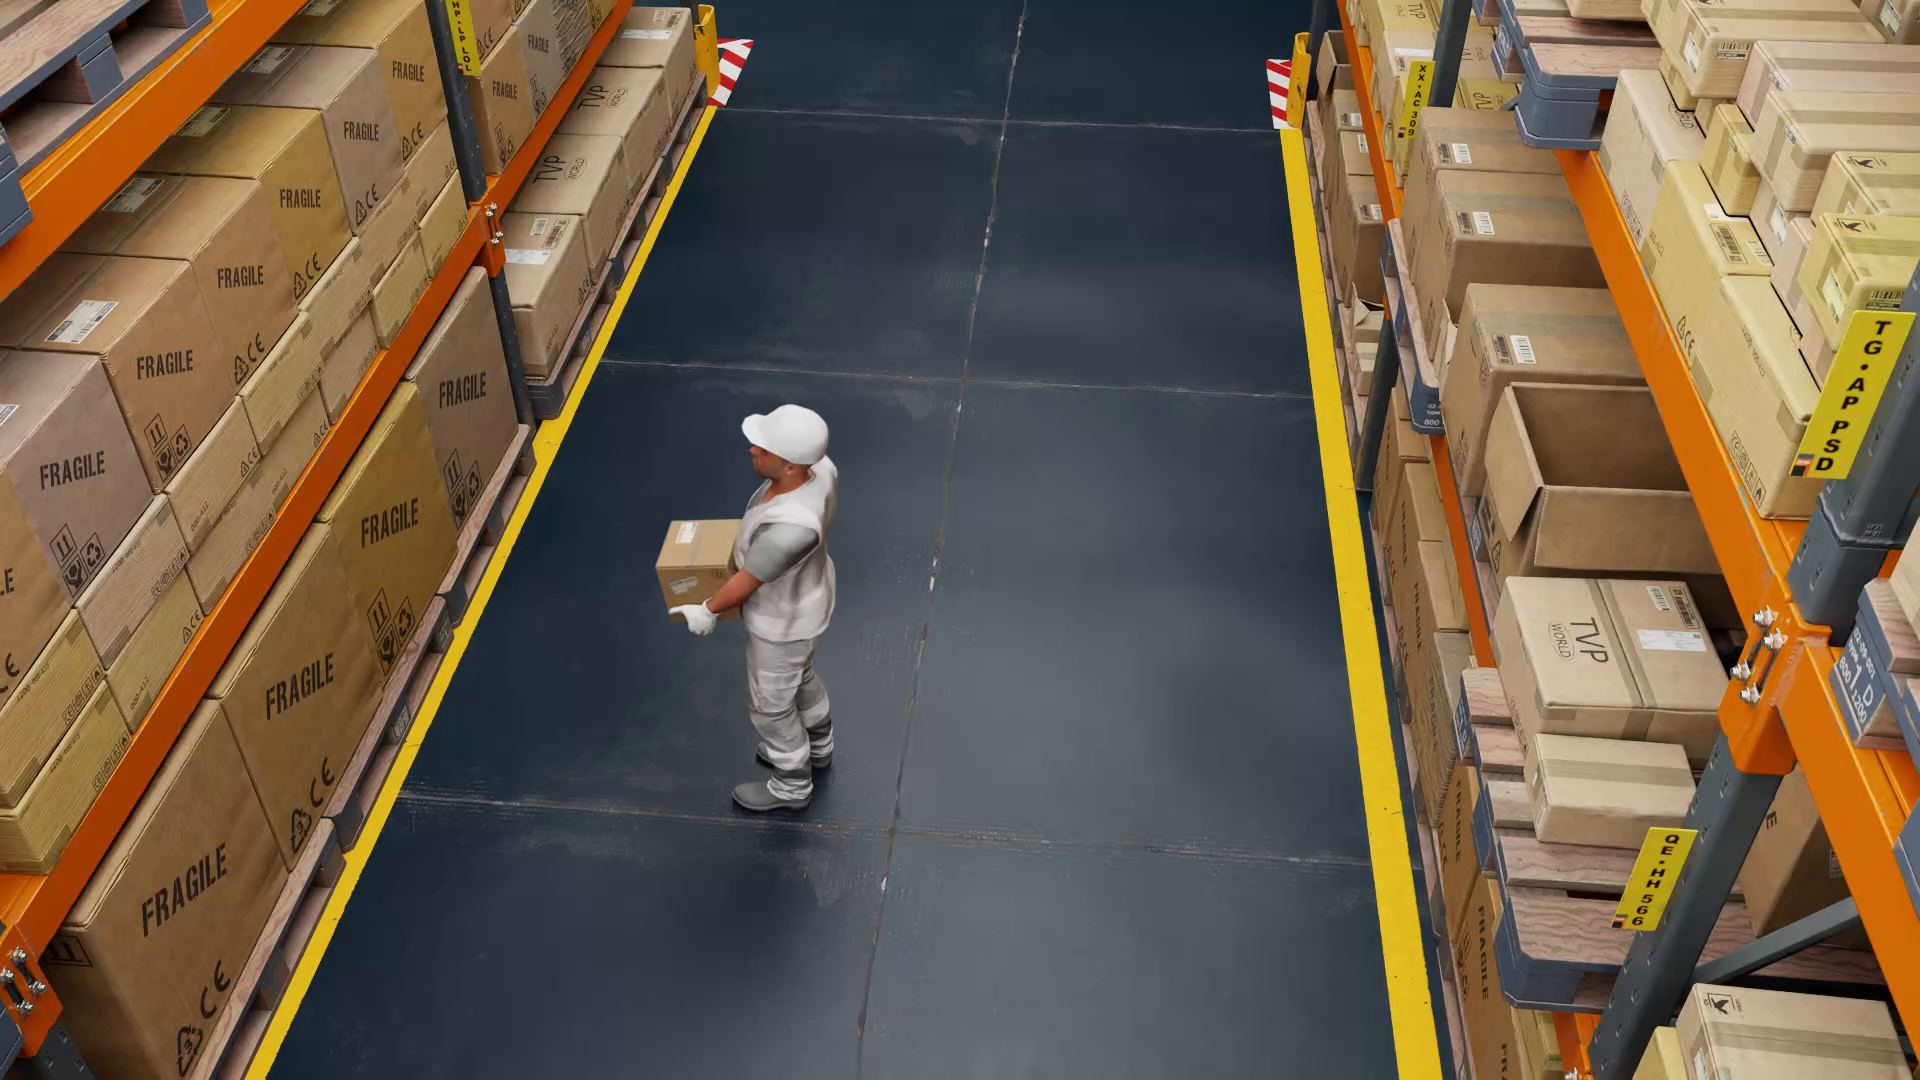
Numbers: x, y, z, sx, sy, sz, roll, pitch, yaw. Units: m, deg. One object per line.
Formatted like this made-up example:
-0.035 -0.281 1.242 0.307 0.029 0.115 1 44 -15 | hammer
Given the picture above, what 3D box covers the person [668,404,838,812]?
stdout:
-0.705 0.255 5.835 0.573 1.782 0.494 3 40 4 | person
